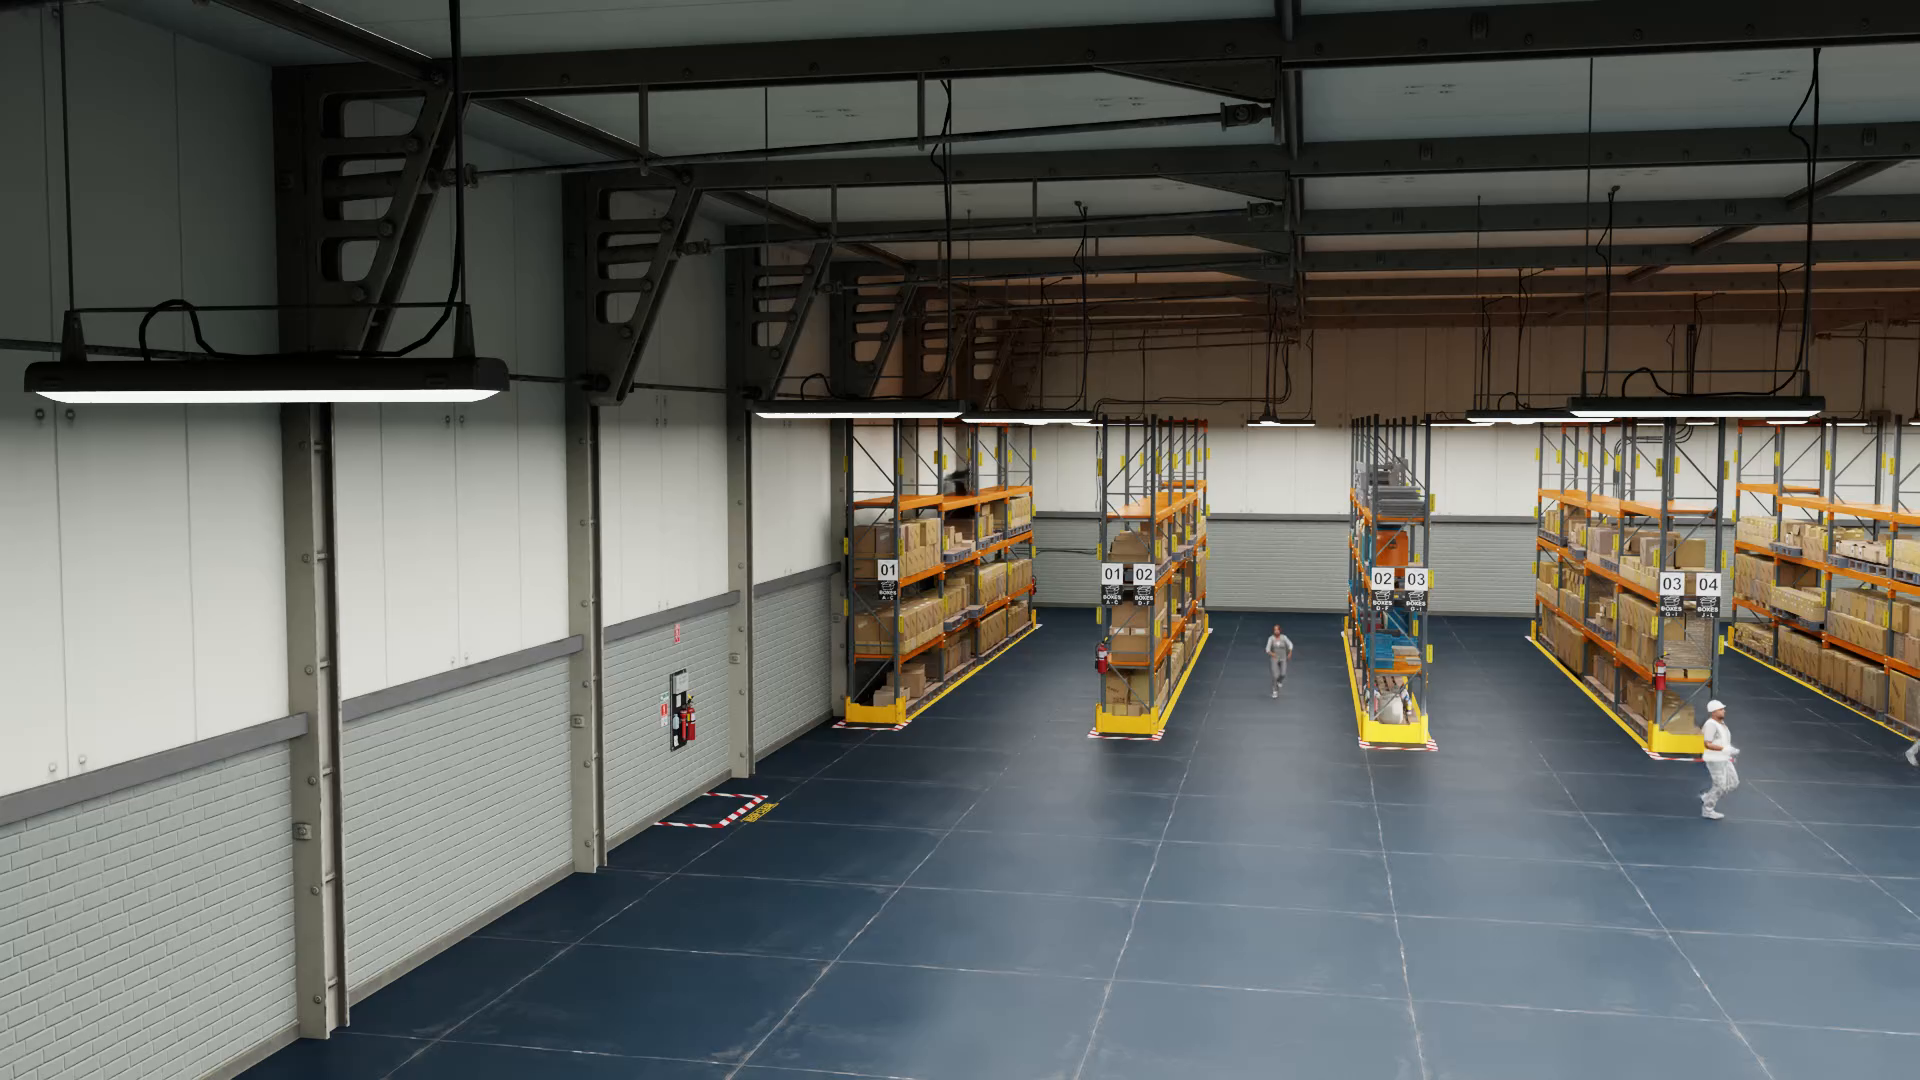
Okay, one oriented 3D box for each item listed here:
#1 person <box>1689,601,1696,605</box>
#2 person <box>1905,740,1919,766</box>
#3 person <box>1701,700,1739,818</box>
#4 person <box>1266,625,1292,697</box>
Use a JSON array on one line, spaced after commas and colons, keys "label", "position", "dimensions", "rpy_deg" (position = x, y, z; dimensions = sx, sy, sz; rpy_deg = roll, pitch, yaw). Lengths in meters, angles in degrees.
[{"label": "person", "position": [18.865, 2.025, 42.725], "dimensions": [0.702, 1.719, 0.563], "rpy_deg": [1, 4, 13]}, {"label": "person", "position": [16.343, 3.019, 27.791], "dimensions": [0.605, 1.683, 0.961], "rpy_deg": [-2, 4, -24]}, {"label": "person", "position": [11.158, 3.219, 24.374], "dimensions": [0.589, 1.737, 0.663], "rpy_deg": [3, 5, 41]}, {"label": "person", "position": [6.801, 2.587, 35.453], "dimensions": [0.566, 1.555, 0.643], "rpy_deg": [1, 4, 8]}]
